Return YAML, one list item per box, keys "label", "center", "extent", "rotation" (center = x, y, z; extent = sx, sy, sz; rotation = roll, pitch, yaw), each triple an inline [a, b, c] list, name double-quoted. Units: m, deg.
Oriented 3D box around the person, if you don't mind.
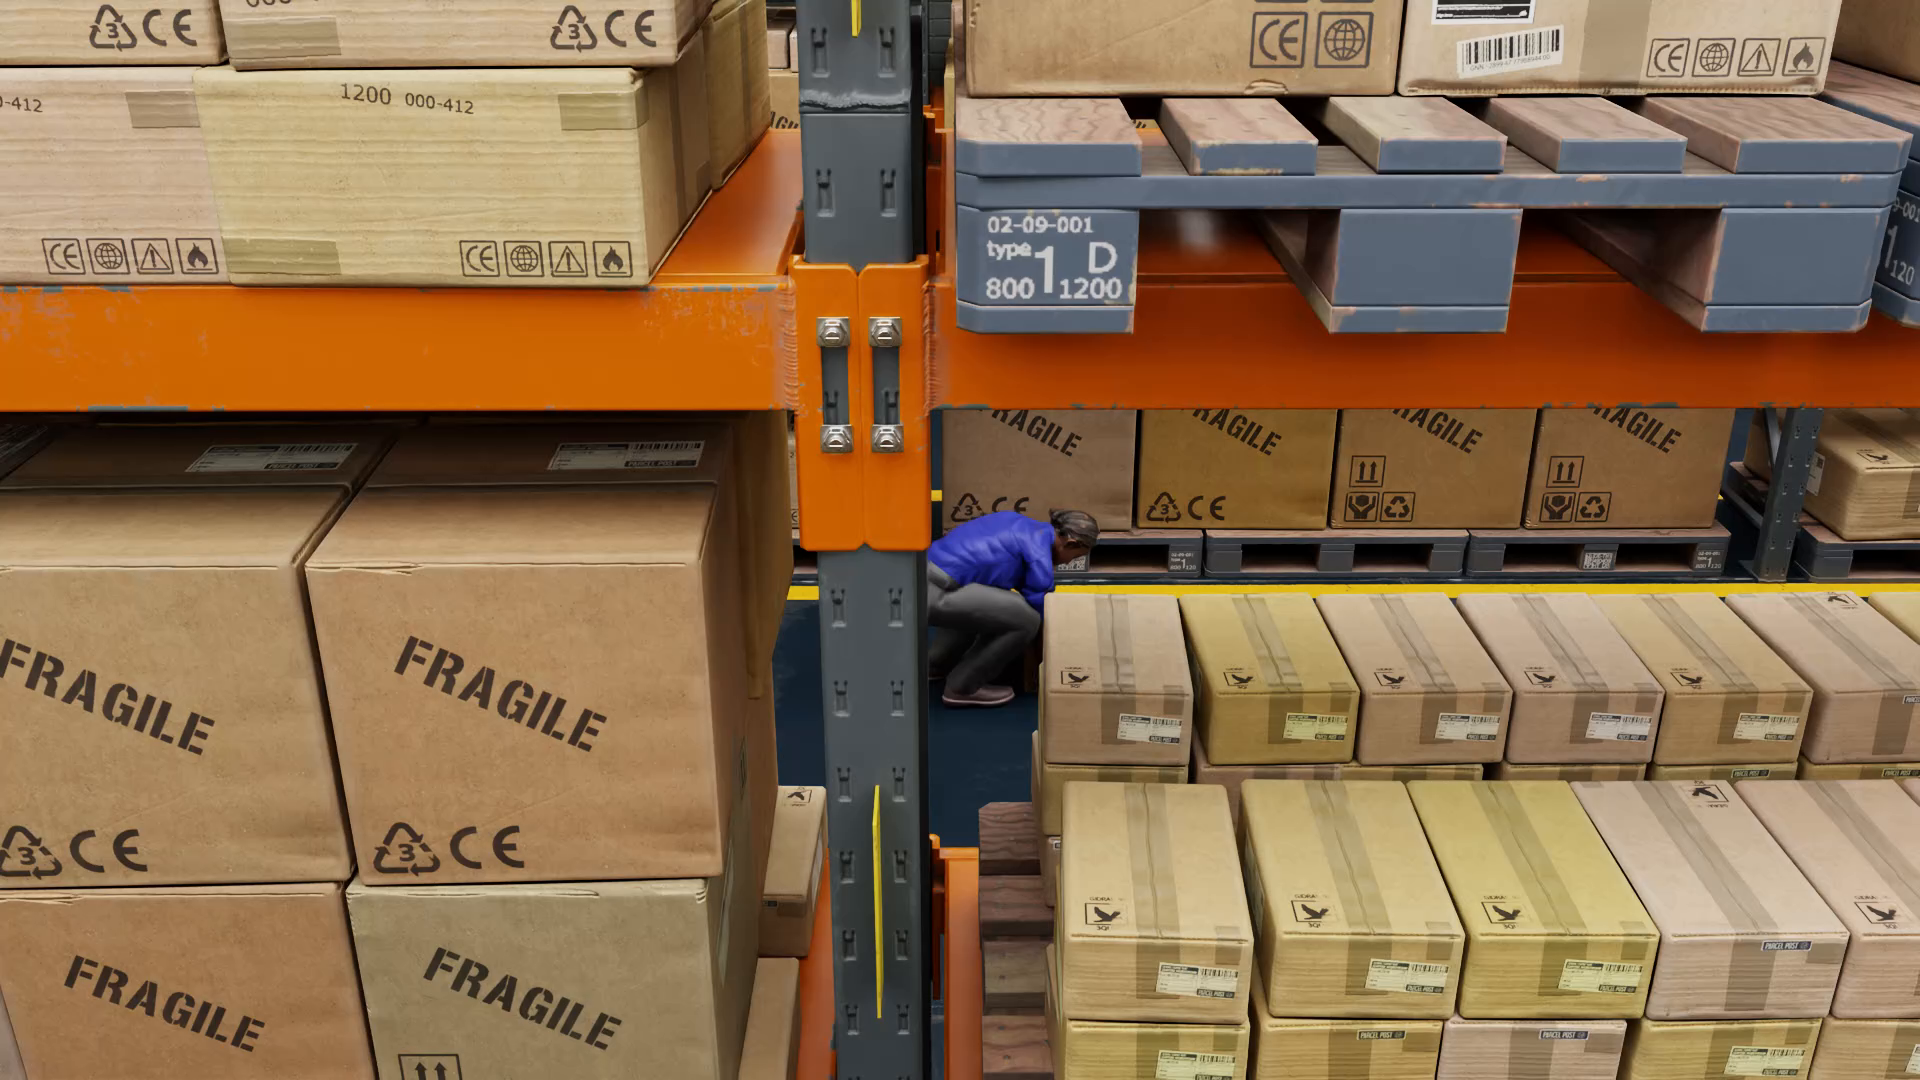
- label: "person"
  center: [0.146, 0.263, 6.663]
  extent: [0.861, 0.757, 0.451]
  rotation: [-7, 25, -14]
